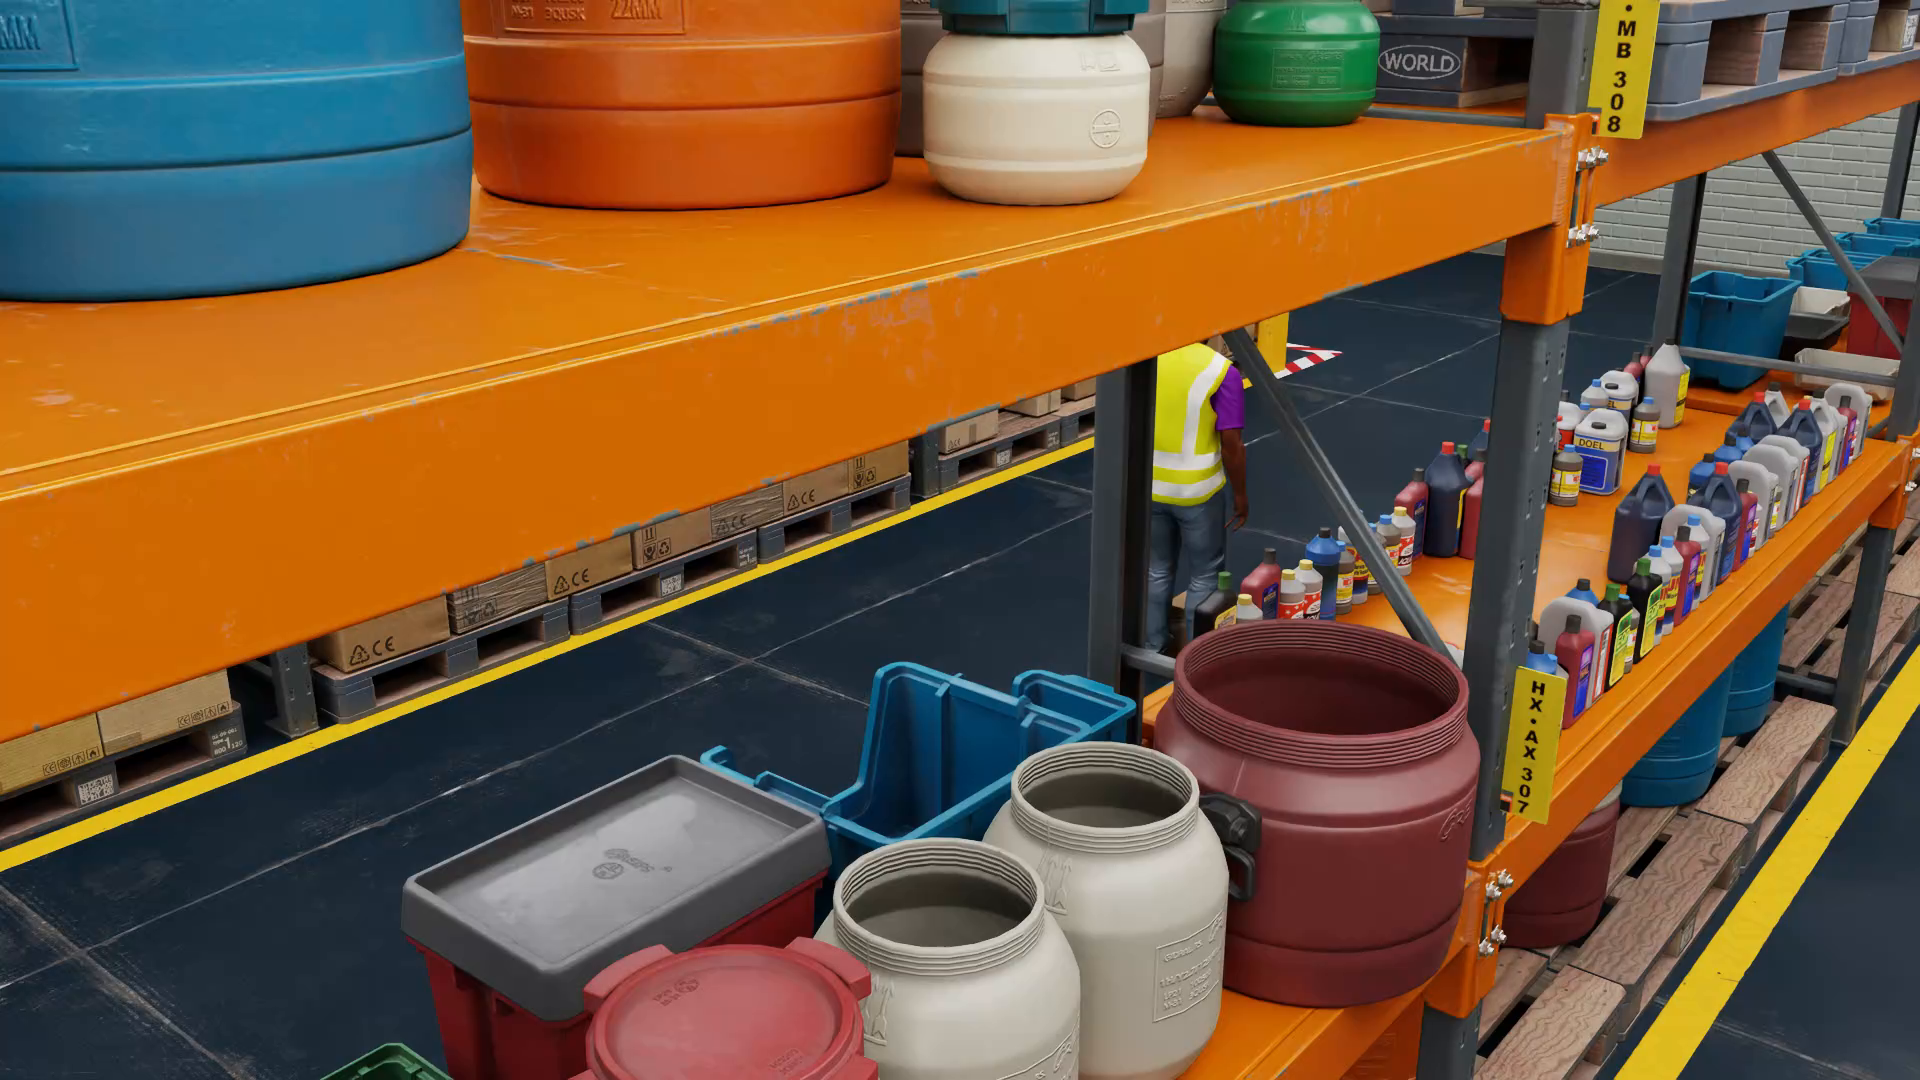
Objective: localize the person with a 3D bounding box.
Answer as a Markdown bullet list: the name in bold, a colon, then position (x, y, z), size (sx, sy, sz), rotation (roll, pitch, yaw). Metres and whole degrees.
- **person**: position (0.968, -0.246, 7.222), size (0.623, 1.759, 0.462), rotation (14, 25, 34)
